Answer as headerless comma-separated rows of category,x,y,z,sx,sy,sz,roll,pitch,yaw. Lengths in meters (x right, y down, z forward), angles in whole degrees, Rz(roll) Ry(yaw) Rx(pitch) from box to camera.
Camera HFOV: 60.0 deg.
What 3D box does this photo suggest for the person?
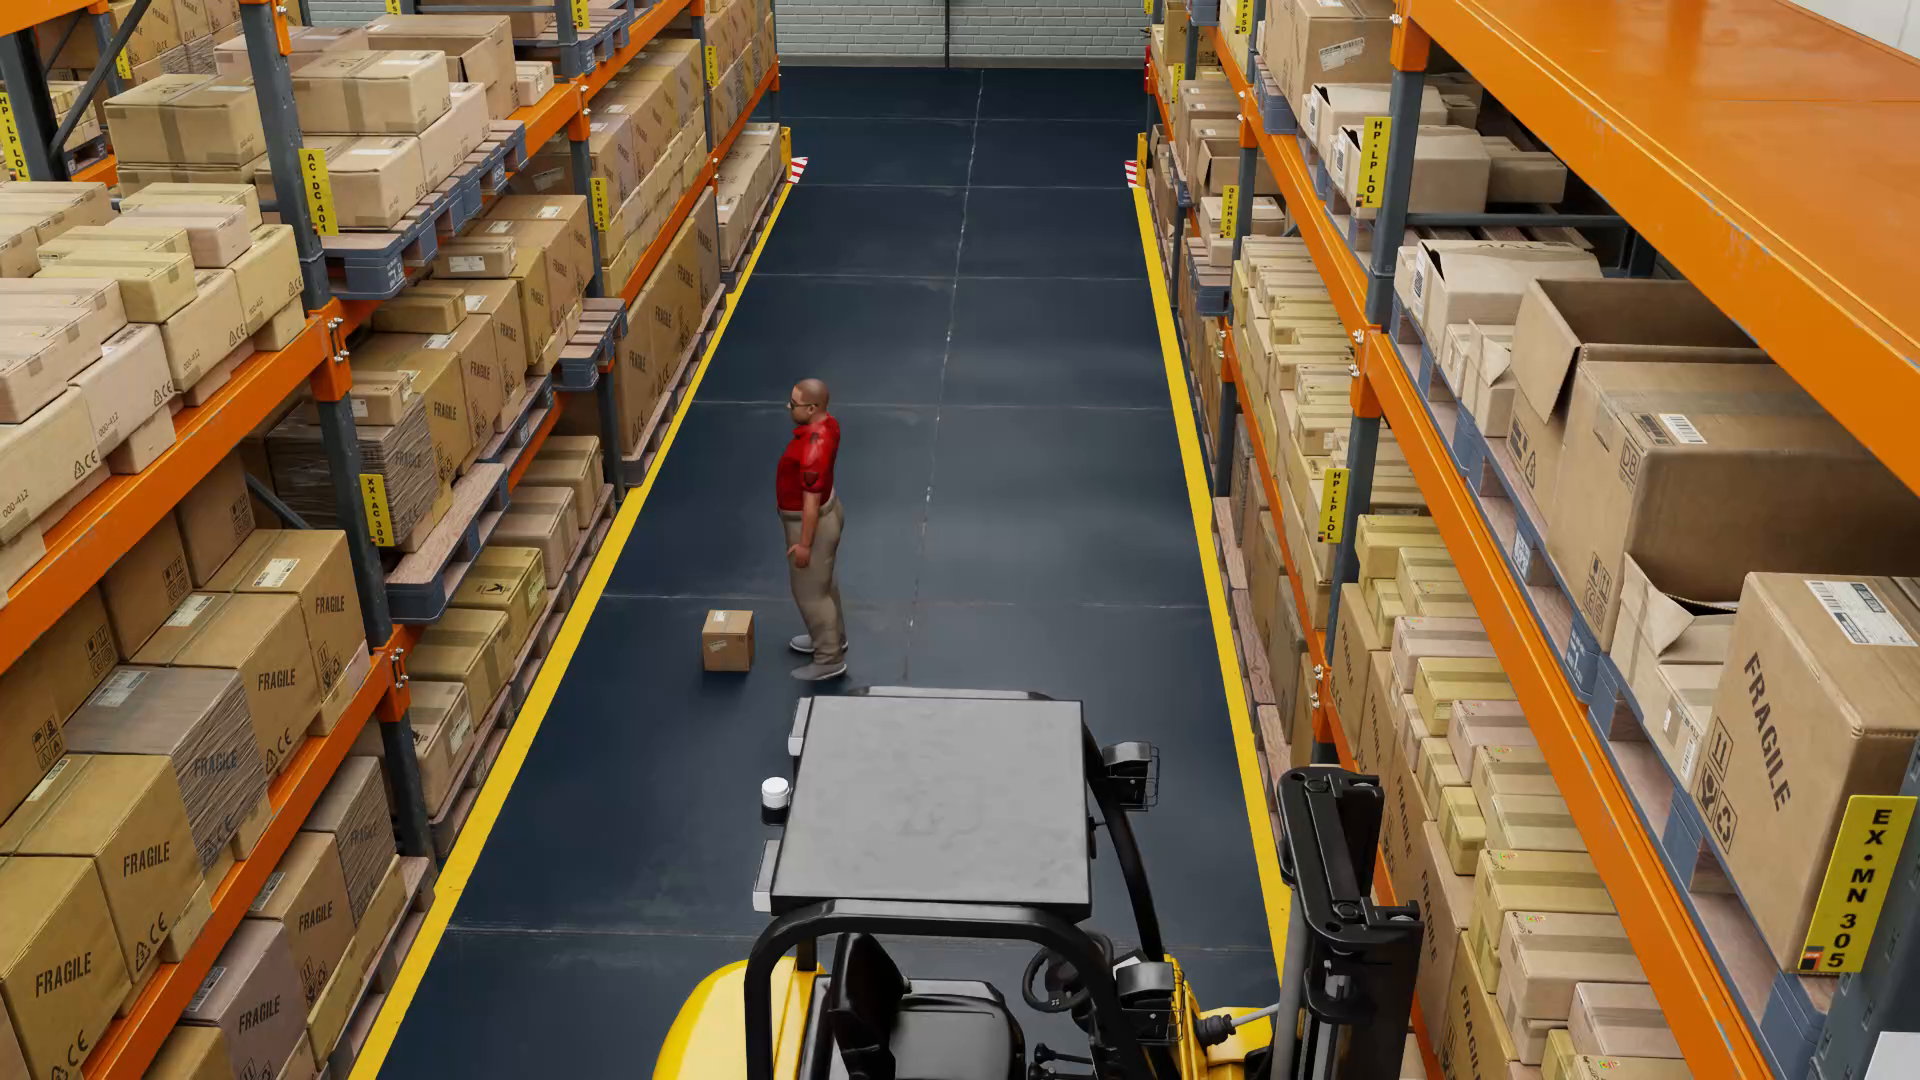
person,-0.812,-0.054,9.018,0.372,1.755,0.527,2,28,3
